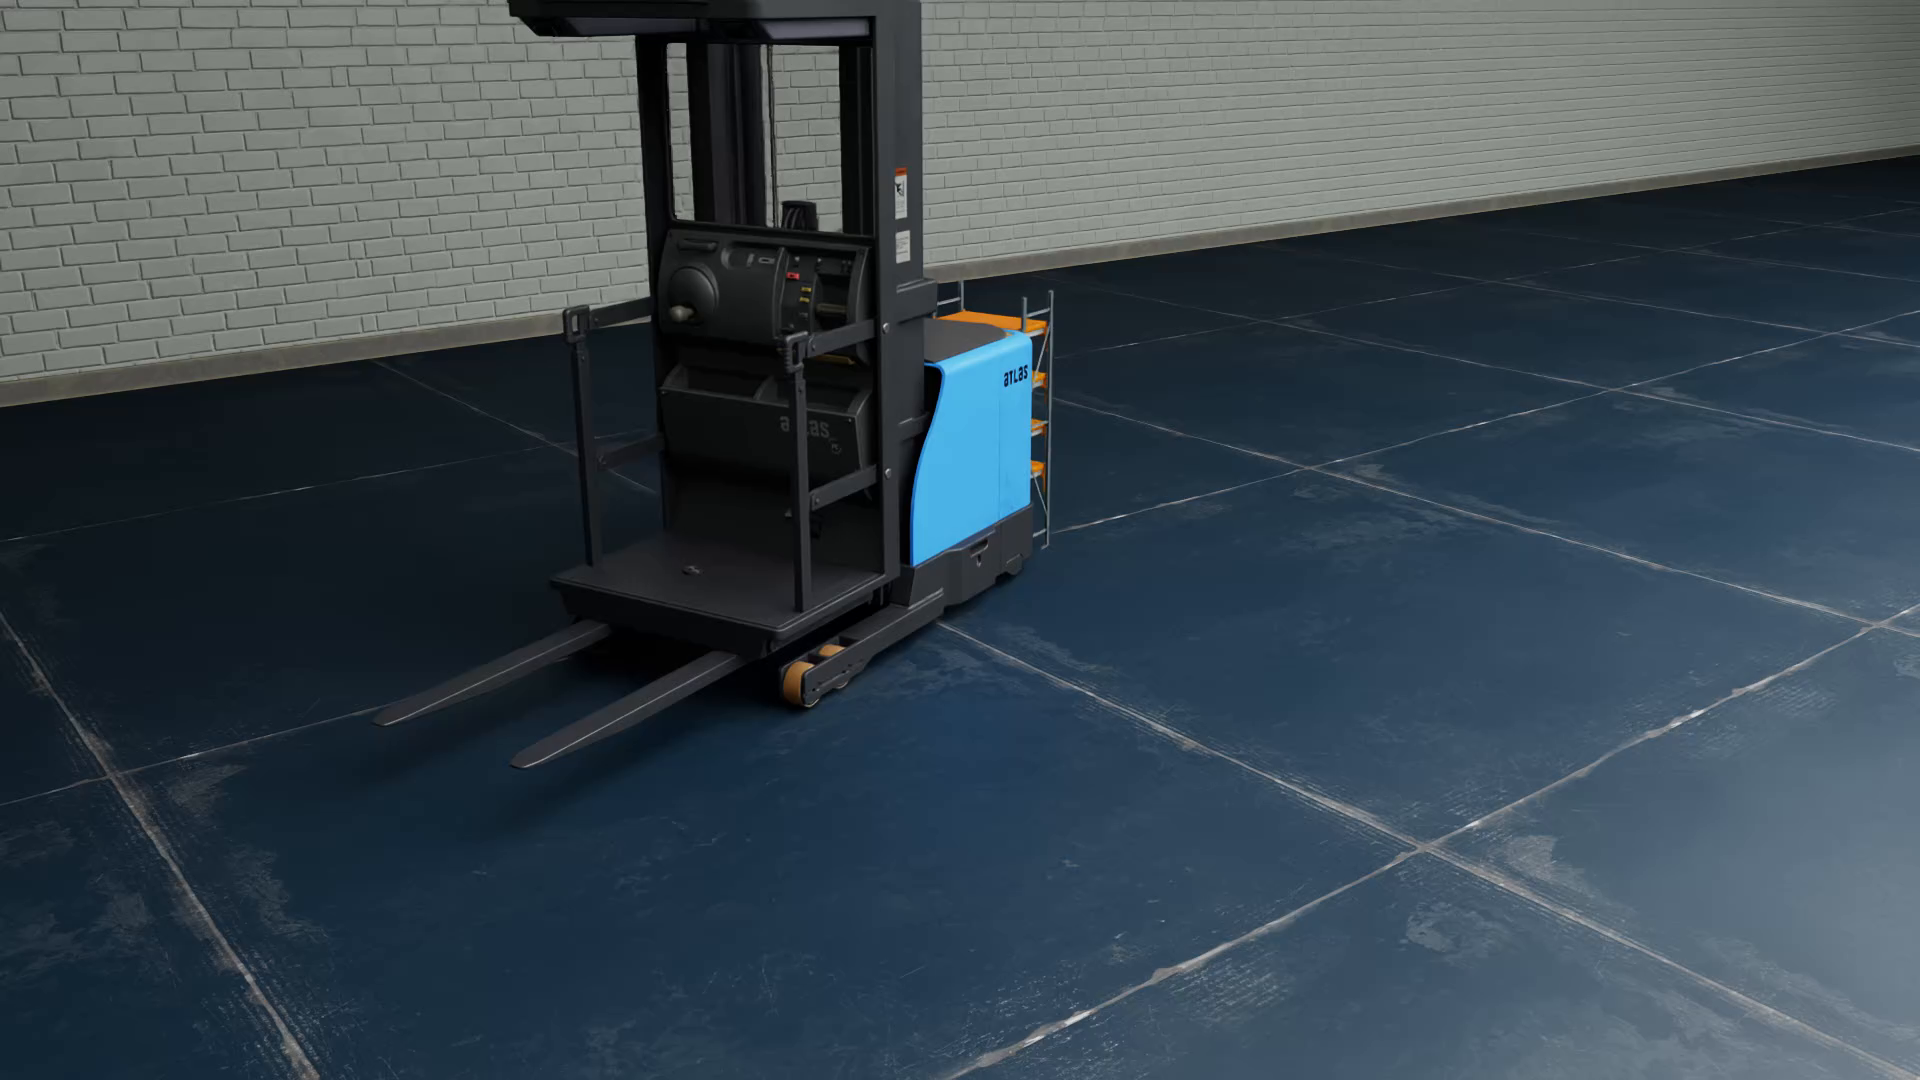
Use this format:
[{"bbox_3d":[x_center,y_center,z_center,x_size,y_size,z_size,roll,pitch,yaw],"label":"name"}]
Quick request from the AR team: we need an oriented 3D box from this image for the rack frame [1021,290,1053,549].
[{"bbox_3d":[0.340,-0.512,7.501,0.015,1.200,0.240,12,22,33],"label":"rack frame"}]

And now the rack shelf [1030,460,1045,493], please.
[{"bbox_3d":[0.140,-0.304,7.717,0.480,0.148,0.258,12,22,33],"label":"rack shelf"}]

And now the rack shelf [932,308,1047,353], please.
[{"bbox_3d":[0.141,-0.929,7.510,0.480,0.148,0.258,12,22,33],"label":"rack shelf"}]

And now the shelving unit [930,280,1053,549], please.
[{"bbox_3d":[0.140,-0.556,7.634,0.503,1.200,0.258,12,22,33],"label":"shelving unit"}]

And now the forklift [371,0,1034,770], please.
[{"bbox_3d":[-0.853,-0.948,6.064,1.130,2.935,3.031,10,21,29],"label":"forklift"}]

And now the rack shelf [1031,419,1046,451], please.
[{"bbox_3d":[0.140,-0.493,7.655,0.480,0.148,0.258,12,22,33],"label":"rack shelf"}]

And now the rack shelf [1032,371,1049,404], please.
[{"bbox_3d":[0.140,-0.705,7.585,0.480,0.148,0.258,12,22,33],"label":"rack shelf"}]

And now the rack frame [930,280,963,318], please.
[{"bbox_3d":[-0.059,-0.600,7.767,0.015,1.200,0.240,12,22,33],"label":"rack frame"}]
